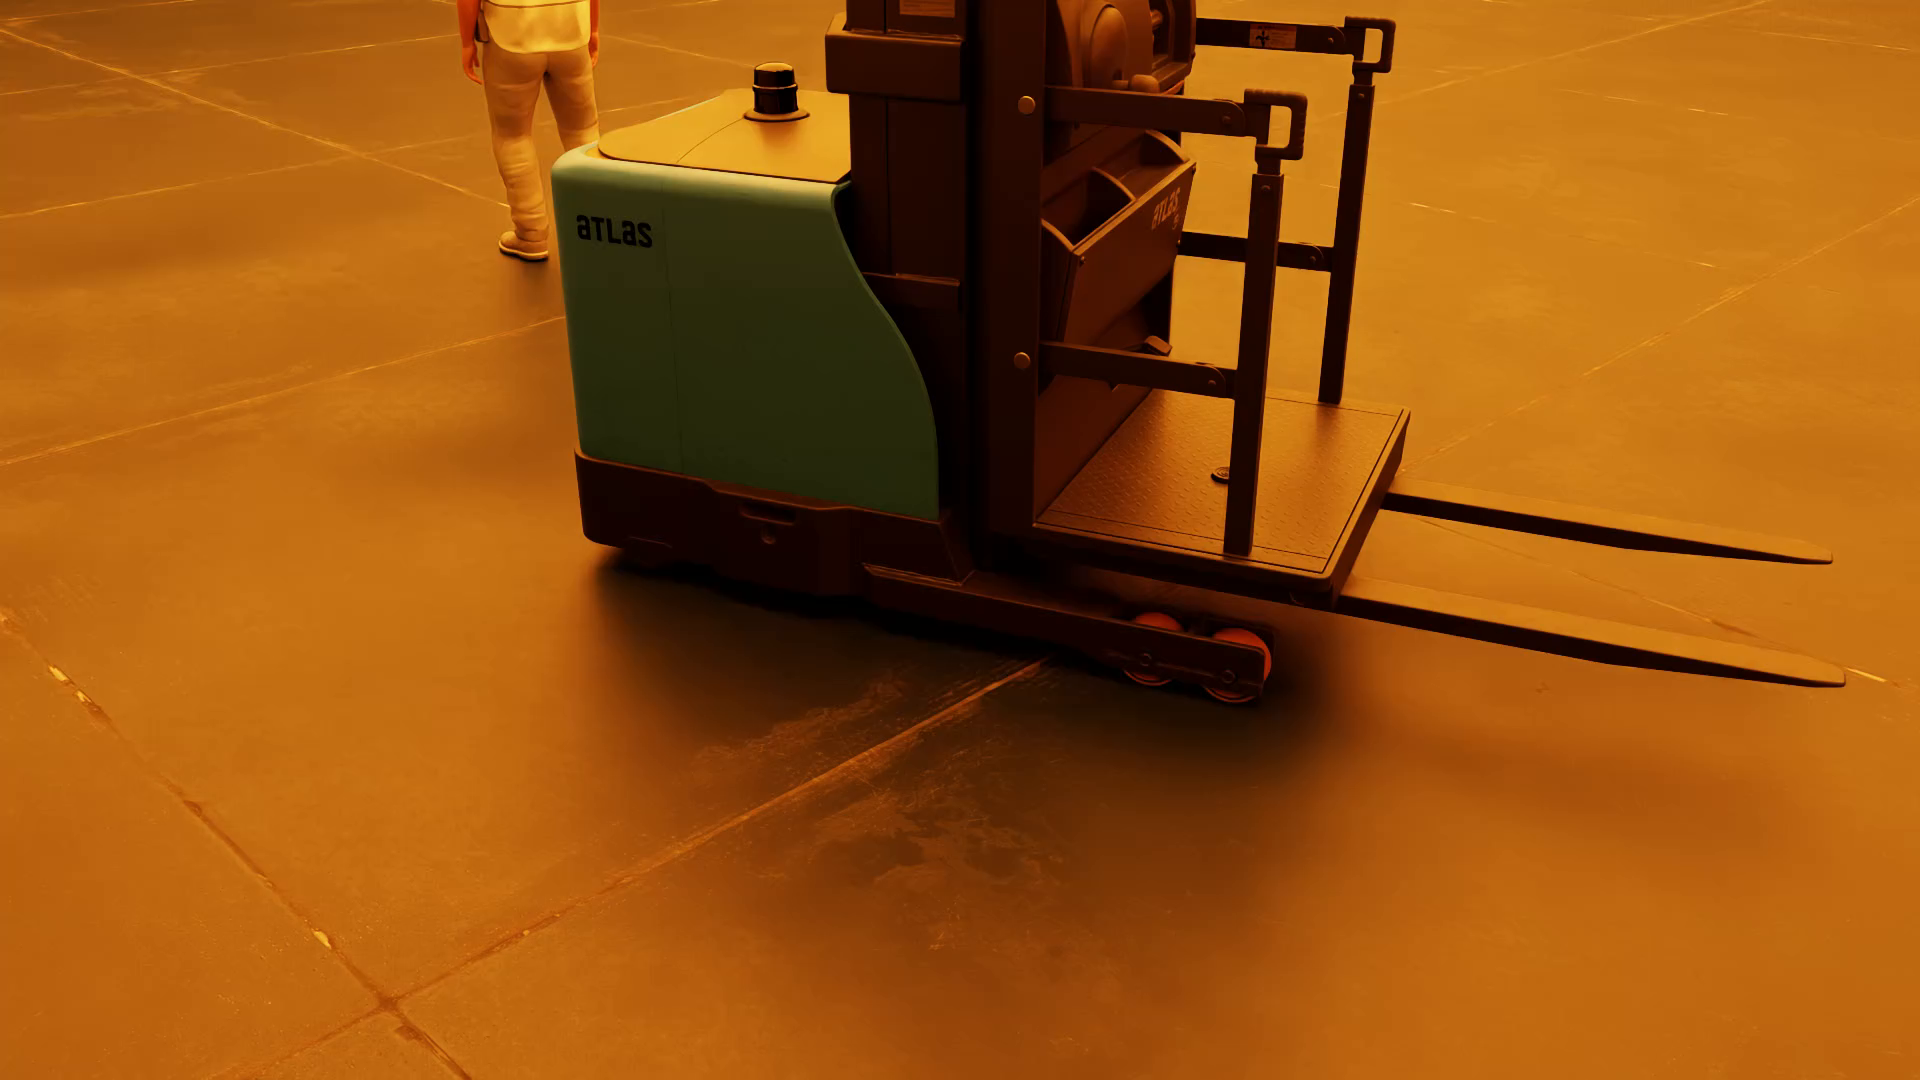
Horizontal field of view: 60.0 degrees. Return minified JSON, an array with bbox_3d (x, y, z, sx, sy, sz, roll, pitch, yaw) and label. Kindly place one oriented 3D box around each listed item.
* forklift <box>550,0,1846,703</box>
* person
[{"bbox_3d":[0.560,-1.212,3.684,3.031,2.935,1.130,11,28,20],"label":"forklift"},{"bbox_3d":[-1.698,-2.002,6.643,0.603,1.744,0.443,-16,30,-30],"label":"person"}]
